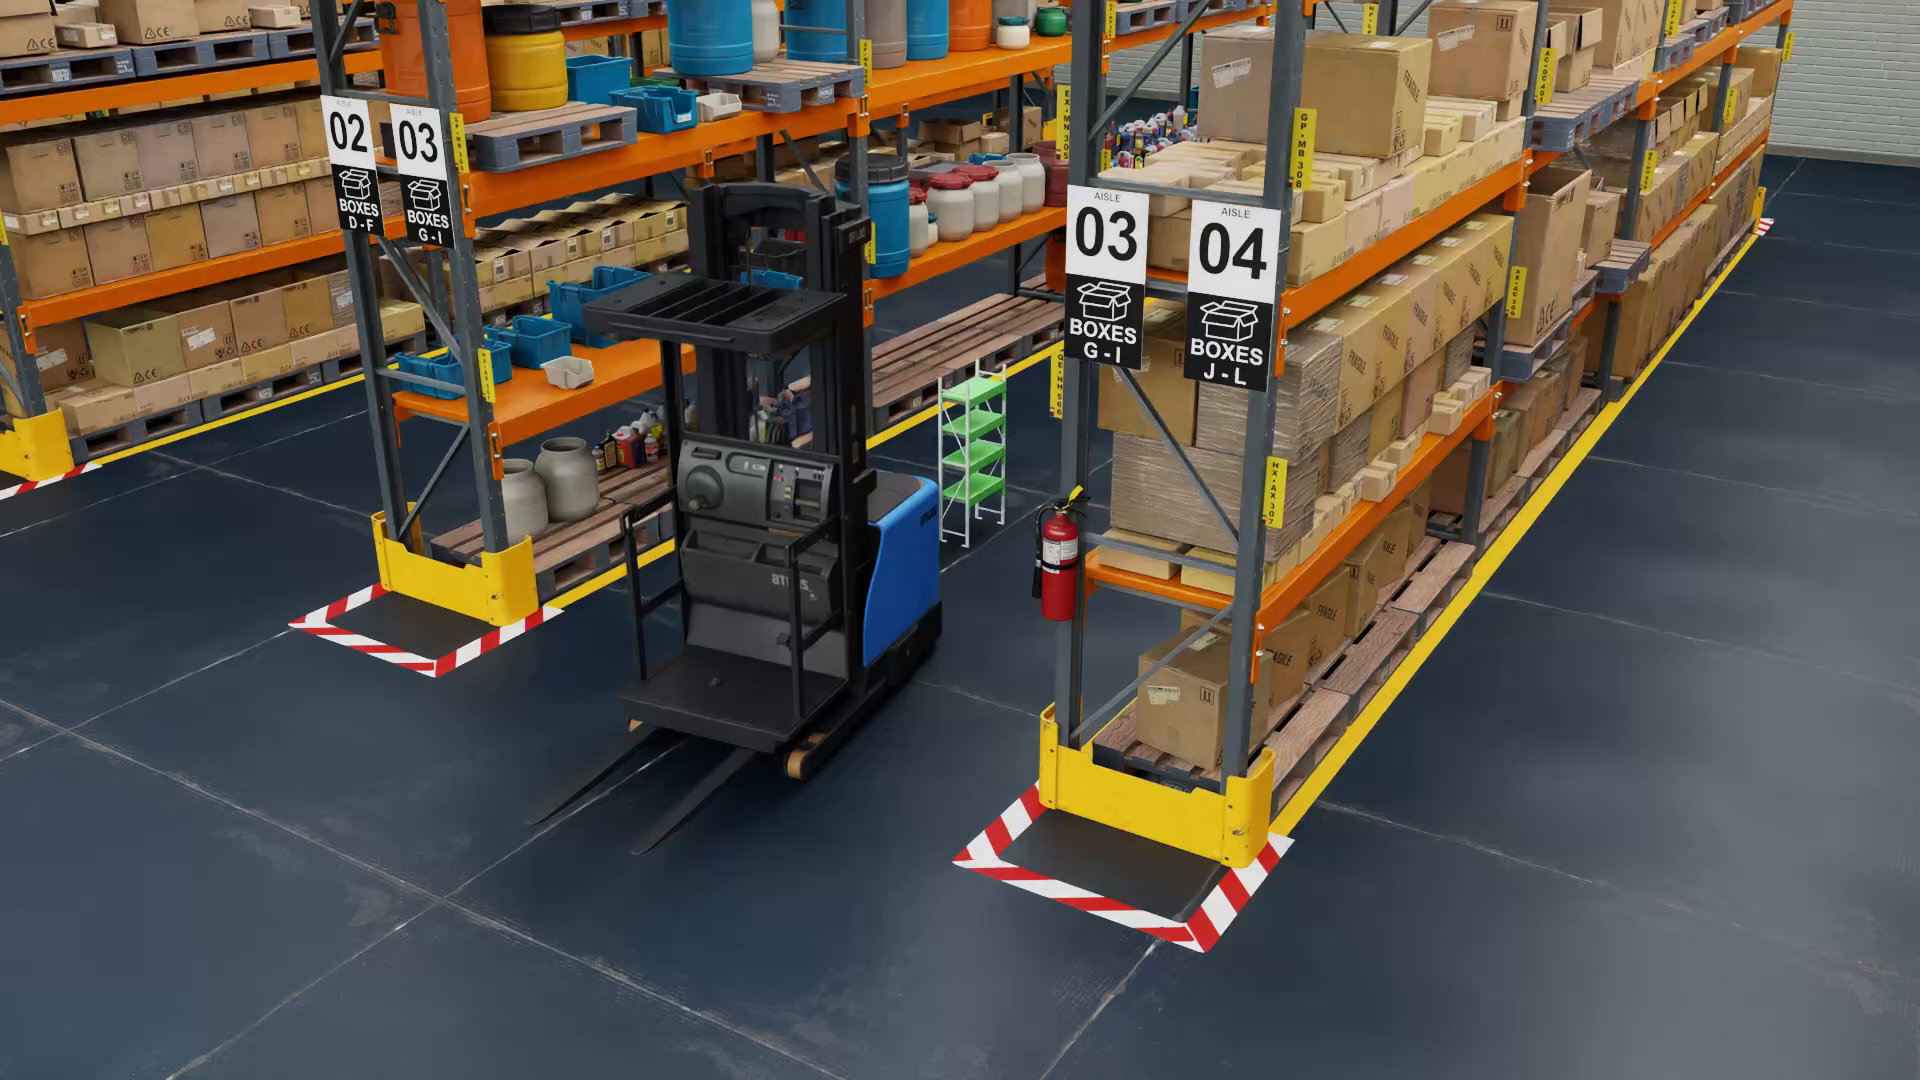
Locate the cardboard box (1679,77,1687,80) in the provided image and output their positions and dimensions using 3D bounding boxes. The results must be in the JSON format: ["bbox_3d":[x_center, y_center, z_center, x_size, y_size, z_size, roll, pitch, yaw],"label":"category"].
[{"bbox_3d":[7.276,-4.600,17.472,0.500,0.500,0.500,15,27,30],"label":"cardboard box"}]

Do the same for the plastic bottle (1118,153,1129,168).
[{"bbox_3d":[1.658,-3.792,16.879,0.061,0.283,0.133,14,27,29],"label":"plastic bottle"}]

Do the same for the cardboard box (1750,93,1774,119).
[{"bbox_3d":[9.341,-5.176,19.745,0.500,0.250,0.500,13,27,28],"label":"cardboard box"}]

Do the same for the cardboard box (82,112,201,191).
[{"bbox_3d":[-6.660,-3.168,13.532,0.700,0.500,0.500,14,27,29],"label":"cardboard box"}]

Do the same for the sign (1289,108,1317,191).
[{"bbox_3d":[1.392,-1.591,6.774,0.100,0.325,0.005,14,27,29],"label":"sign"}]

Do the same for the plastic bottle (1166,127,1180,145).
[{"bbox_3d":[2.265,-4.242,17.836,0.144,0.351,0.185,14,27,29],"label":"plastic bottle"}]

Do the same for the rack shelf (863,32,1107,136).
[{"bbox_3d":[-0.112,-4.037,14.429,1.077,0.370,4.000,14,27,29],"label":"rack shelf"}]

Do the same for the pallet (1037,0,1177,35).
[{"bbox_3d":[1.430,-5.193,16.432,1.003,0.211,1.213,14,27,29],"label":"pallet"}]

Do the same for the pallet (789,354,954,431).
[{"bbox_3d":[-0.786,-1.309,14.508,1.003,0.211,1.213,14,27,29],"label":"pallet"}]

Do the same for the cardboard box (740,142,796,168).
[{"bbox_3d":[-2.407,-4.835,20.791,0.500,0.250,0.500,13,27,28],"label":"cardboard box"}]

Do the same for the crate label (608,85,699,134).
[{"bbox_3d":[-2.009,-2.836,10.937,0.502,0.251,0.408,14,27,29],"label":"crate label"}]

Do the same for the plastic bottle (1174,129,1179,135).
[{"bbox_3d":[2.352,-4.358,18.204,0.097,0.271,0.097,0,23,0],"label":"plastic bottle"}]

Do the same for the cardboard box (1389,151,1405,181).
[{"bbox_3d":[1.988,-1.894,8.261,0.380,0.149,0.250,13,26,27],"label":"cardboard box"}]

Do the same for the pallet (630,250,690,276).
[{"bbox_3d":[-3.730,-3.155,18.773,1.003,0.211,1.213,14,27,29],"label":"pallet"}]

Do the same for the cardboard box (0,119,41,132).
[{"bbox_3d":[-9.829,-4.282,17.085,0.500,0.500,0.500,14,27,29],"label":"cardboard box"}]

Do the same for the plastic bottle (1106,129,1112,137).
[{"bbox_3d":[1.616,-4.318,18.096,0.061,0.283,0.133,14,27,29],"label":"plastic bottle"}]

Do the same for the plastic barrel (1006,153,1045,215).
[{"bbox_3d":[0.582,-3.325,15.514,0.421,0.512,0.421,0,23,0],"label":"plastic barrel"}]

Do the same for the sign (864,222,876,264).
[{"bbox_3d":[-0.705,-2.323,12.993,0.100,0.325,0.005,14,27,29],"label":"sign"}]

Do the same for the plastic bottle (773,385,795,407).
[{"bbox_3d":[-1.384,-1.054,13.190,0.144,0.351,0.185,14,27,29],"label":"plastic bottle"}]

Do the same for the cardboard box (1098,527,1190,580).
[{"bbox_3d":[0.906,0.048,8.179,0.380,0.149,0.250,14,27,29],"label":"cardboard box"}]

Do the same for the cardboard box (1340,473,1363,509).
[{"bbox_3d":[1.938,-0.282,8.941,0.380,0.149,0.250,14,27,29],"label":"cardboard box"}]

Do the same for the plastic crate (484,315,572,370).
[{"bbox_3d":[-2.920,-1.347,11.272,0.499,0.251,0.408,14,27,29],"label":"plastic crate"}]

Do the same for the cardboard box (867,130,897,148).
[{"bbox_3d":[-1.094,-5.361,22.951,0.500,0.500,0.500,14,27,29],"label":"cardboard box"}]

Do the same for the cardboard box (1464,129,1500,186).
[{"bbox_3d":[2.738,-2.202,9.475,0.500,0.250,0.500,15,27,30],"label":"cardboard box"}]

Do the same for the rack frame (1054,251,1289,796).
[{"bbox_3d":[0.931,0.073,7.807,1.000,3.000,0.127,14,27,29],"label":"rack frame"}]

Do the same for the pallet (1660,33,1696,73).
[{"bbox_3d":[5.445,-4.146,14.013,1.213,0.211,1.003,15,28,31],"label":"pallet"}]

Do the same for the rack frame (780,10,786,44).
[{"bbox_3d":[-3.254,-8.442,27.474,1.000,3.000,0.127,14,27,29],"label":"rack frame"}]

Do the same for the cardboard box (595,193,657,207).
[{"bbox_3d":[-3.789,-3.778,18.927,0.500,0.311,0.500,15,28,31],"label":"cardboard box"}]

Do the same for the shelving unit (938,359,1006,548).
[{"bbox_3d":[0.087,-0.606,11.641,0.258,1.200,0.503,14,27,29],"label":"shelving unit"}]

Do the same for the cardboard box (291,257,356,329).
[{"bbox_3d":[-5.706,-2.261,15.186,0.500,0.500,0.500,14,27,29],"label":"cardboard box"}]

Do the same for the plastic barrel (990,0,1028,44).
[{"bbox_3d":[0.326,-5.040,15.211,0.600,0.901,0.600,0,23,0],"label":"plastic barrel"}]

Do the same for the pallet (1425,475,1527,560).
[{"bbox_3d":[3.450,-0.261,12.087,1.003,0.211,1.213,14,27,29],"label":"pallet"}]

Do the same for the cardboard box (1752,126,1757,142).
[{"bbox_3d":[8.925,-4.678,19.097,0.380,0.149,0.250,13,27,28],"label":"cardboard box"}]

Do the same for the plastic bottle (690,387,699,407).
[{"bbox_3d":[-2.045,-1.052,13.186,0.144,0.351,0.185,13,26,27],"label":"plastic bottle"}]

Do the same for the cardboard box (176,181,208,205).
[{"bbox_3d":[-6.415,-2.871,13.663,0.380,0.149,0.250,13,27,28],"label":"cardboard box"}]

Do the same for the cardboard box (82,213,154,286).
[{"bbox_3d":[-6.953,-2.384,13.355,0.700,0.500,0.500,15,27,30],"label":"cardboard box"}]

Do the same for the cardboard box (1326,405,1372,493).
[{"bbox_3d":[1.707,-0.643,8.960,0.875,0.500,0.500,14,27,29],"label":"cardboard box"}]

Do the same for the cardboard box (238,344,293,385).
[{"bbox_3d":[-6.219,-1.576,14.547,0.500,0.250,0.500,14,27,29],"label":"cardboard box"}]

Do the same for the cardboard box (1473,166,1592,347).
[{"bbox_3d":[3.579,-1.984,11.274,1.000,1.000,1.000,14,27,29],"label":"cardboard box"}]

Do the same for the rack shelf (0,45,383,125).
[{"bbox_3d":[-6.428,-3.726,13.711,1.077,0.370,4.000,14,27,29],"label":"rack shelf"}]

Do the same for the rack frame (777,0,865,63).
[{"bbox_3d":[-1.167,-5.068,12.131,1.000,3.000,0.127,14,27,29],"label":"rack frame"}]

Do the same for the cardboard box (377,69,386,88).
[{"bbox_3d":[-7.448,-6.148,21.650,0.500,0.500,0.500,14,27,29],"label":"cardboard box"}]

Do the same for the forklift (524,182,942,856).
[{"bbox_3d":[-1.181,-0.268,8.681,1.130,2.935,3.031,10,25,22],"label":"forklift"}]

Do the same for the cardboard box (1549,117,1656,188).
[{"bbox_3d":[5.550,-3.377,14.387,0.797,0.503,0.637,15,28,31],"label":"cardboard box"}]

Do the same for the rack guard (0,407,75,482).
[{"bbox_3d":[-7.496,-0.849,13.083,1.175,0.500,0.348,14,27,29],"label":"rack guard"}]

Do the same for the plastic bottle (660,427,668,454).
[{"bbox_3d":[-2.241,-0.767,12.715,0.097,0.201,0.097,0,23,0],"label":"plastic bottle"}]

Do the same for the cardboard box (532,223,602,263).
[{"bbox_3d":[-4.134,-3.149,17.476,0.500,0.311,0.500,15,27,30],"label":"cardboard box"}]

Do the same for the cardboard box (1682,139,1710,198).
[{"bbox_3d":[6.979,-3.643,16.263,0.500,0.500,0.500,15,27,31],"label":"cardboard box"}]

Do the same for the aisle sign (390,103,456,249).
[{"bbox_3d":[-3.066,-2.073,9.490,0.394,0.787,0.004,14,27,29],"label":"aisle sign"}]

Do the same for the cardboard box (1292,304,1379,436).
[{"bbox_3d":[1.722,-0.864,8.212,0.500,0.500,0.500,14,27,29],"label":"cardboard box"}]

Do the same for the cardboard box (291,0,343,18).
[{"bbox_3d":[-5.863,-4.919,14.731,0.500,0.500,0.500,16,28,33],"label":"cardboard box"}]

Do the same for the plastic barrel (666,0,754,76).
[{"bbox_3d":[-1.783,-3.801,11.820,0.600,0.901,0.708,14,27,29],"label":"plastic barrel"}]

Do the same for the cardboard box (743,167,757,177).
[{"bbox_3d":[-2.696,-4.299,20.497,0.500,0.500,0.500,13,27,27],"label":"cardboard box"}]

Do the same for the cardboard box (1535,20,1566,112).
[{"bbox_3d":[3.373,-3.032,10.544,0.797,0.503,0.637,12,26,26],"label":"cardboard box"}]

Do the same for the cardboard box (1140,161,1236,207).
[{"bbox_3d":[1.049,-1.640,7.675,0.380,0.149,0.250,13,27,27],"label":"cardboard box"}]
